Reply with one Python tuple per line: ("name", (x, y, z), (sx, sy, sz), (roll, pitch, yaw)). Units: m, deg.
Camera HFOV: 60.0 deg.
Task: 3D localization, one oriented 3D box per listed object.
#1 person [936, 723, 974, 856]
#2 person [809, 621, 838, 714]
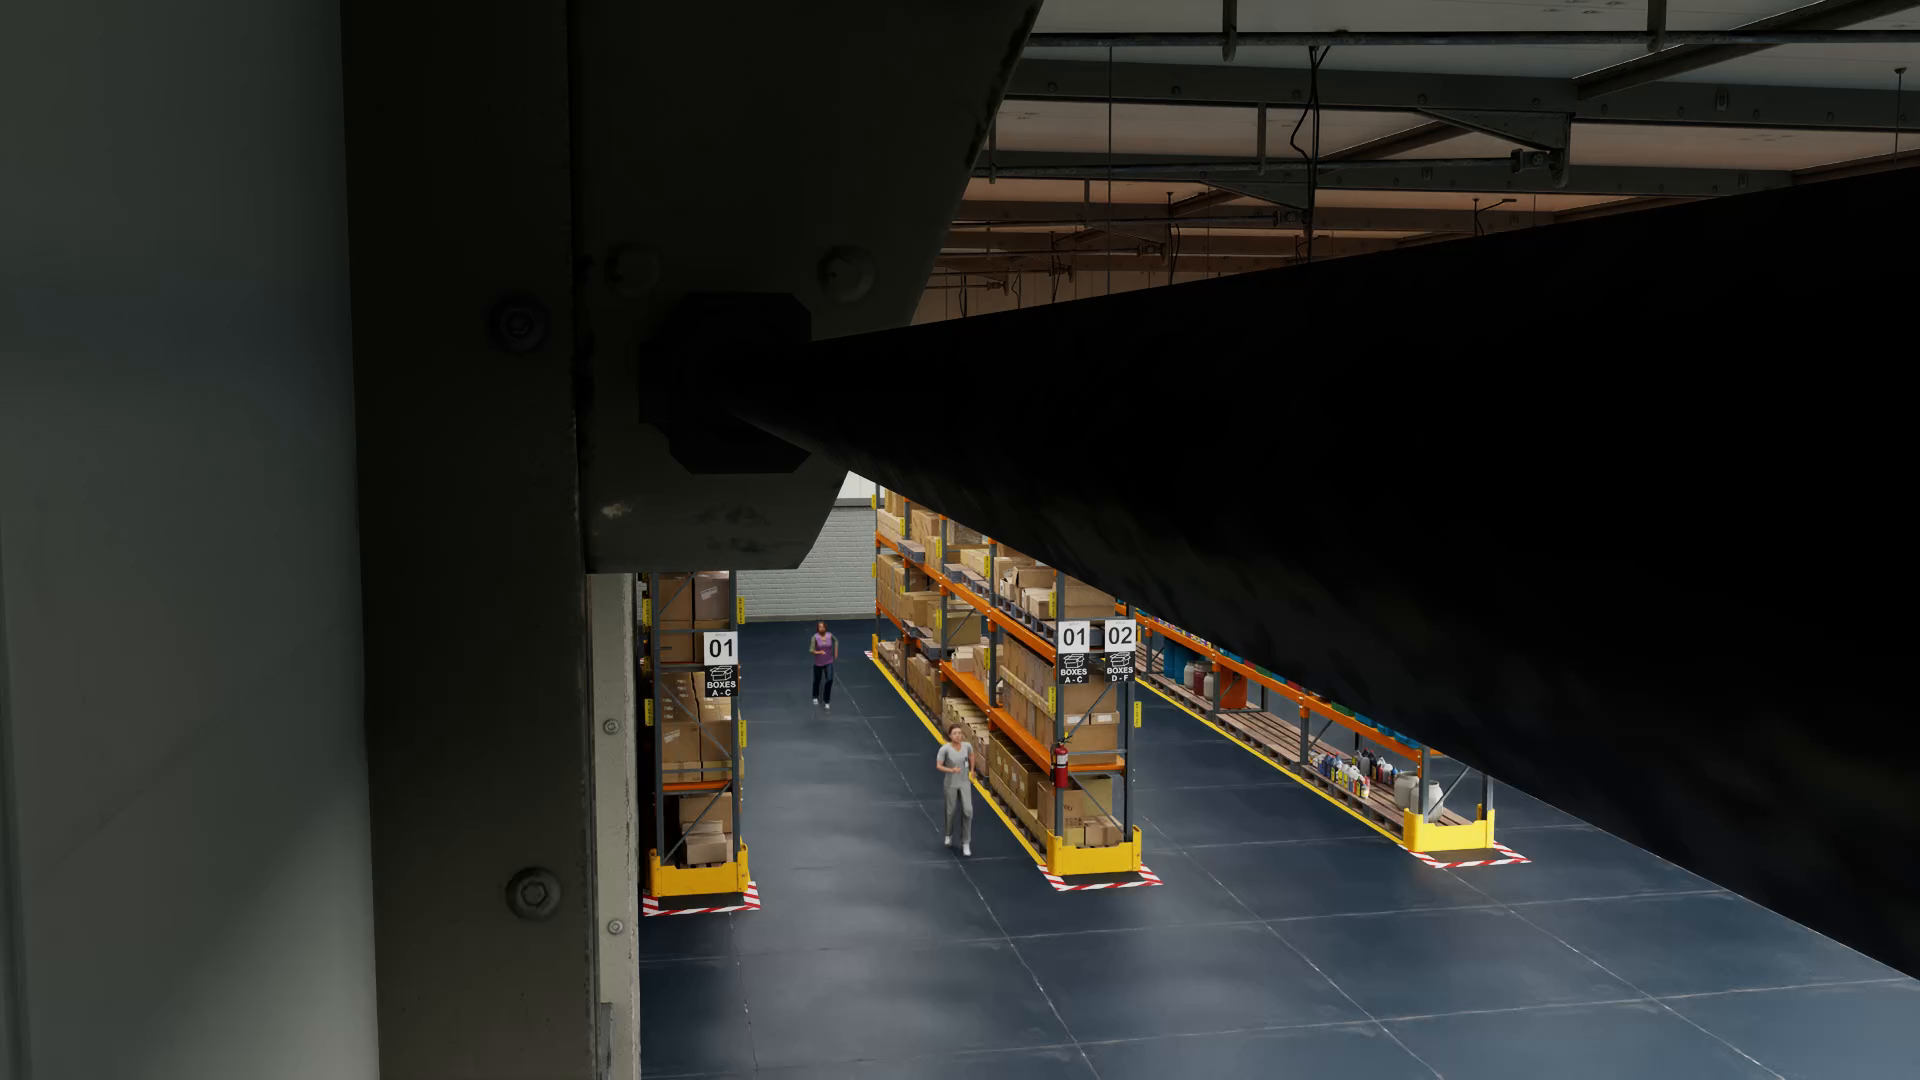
("person", (-0.052, 3.253, 21.856), (0.575, 1.718, 0.764), (-1, 6, -13))
("person", (-2.434, 2.258, 29.727), (0.545, 1.655, 0.801), (-1, 6, -13))
